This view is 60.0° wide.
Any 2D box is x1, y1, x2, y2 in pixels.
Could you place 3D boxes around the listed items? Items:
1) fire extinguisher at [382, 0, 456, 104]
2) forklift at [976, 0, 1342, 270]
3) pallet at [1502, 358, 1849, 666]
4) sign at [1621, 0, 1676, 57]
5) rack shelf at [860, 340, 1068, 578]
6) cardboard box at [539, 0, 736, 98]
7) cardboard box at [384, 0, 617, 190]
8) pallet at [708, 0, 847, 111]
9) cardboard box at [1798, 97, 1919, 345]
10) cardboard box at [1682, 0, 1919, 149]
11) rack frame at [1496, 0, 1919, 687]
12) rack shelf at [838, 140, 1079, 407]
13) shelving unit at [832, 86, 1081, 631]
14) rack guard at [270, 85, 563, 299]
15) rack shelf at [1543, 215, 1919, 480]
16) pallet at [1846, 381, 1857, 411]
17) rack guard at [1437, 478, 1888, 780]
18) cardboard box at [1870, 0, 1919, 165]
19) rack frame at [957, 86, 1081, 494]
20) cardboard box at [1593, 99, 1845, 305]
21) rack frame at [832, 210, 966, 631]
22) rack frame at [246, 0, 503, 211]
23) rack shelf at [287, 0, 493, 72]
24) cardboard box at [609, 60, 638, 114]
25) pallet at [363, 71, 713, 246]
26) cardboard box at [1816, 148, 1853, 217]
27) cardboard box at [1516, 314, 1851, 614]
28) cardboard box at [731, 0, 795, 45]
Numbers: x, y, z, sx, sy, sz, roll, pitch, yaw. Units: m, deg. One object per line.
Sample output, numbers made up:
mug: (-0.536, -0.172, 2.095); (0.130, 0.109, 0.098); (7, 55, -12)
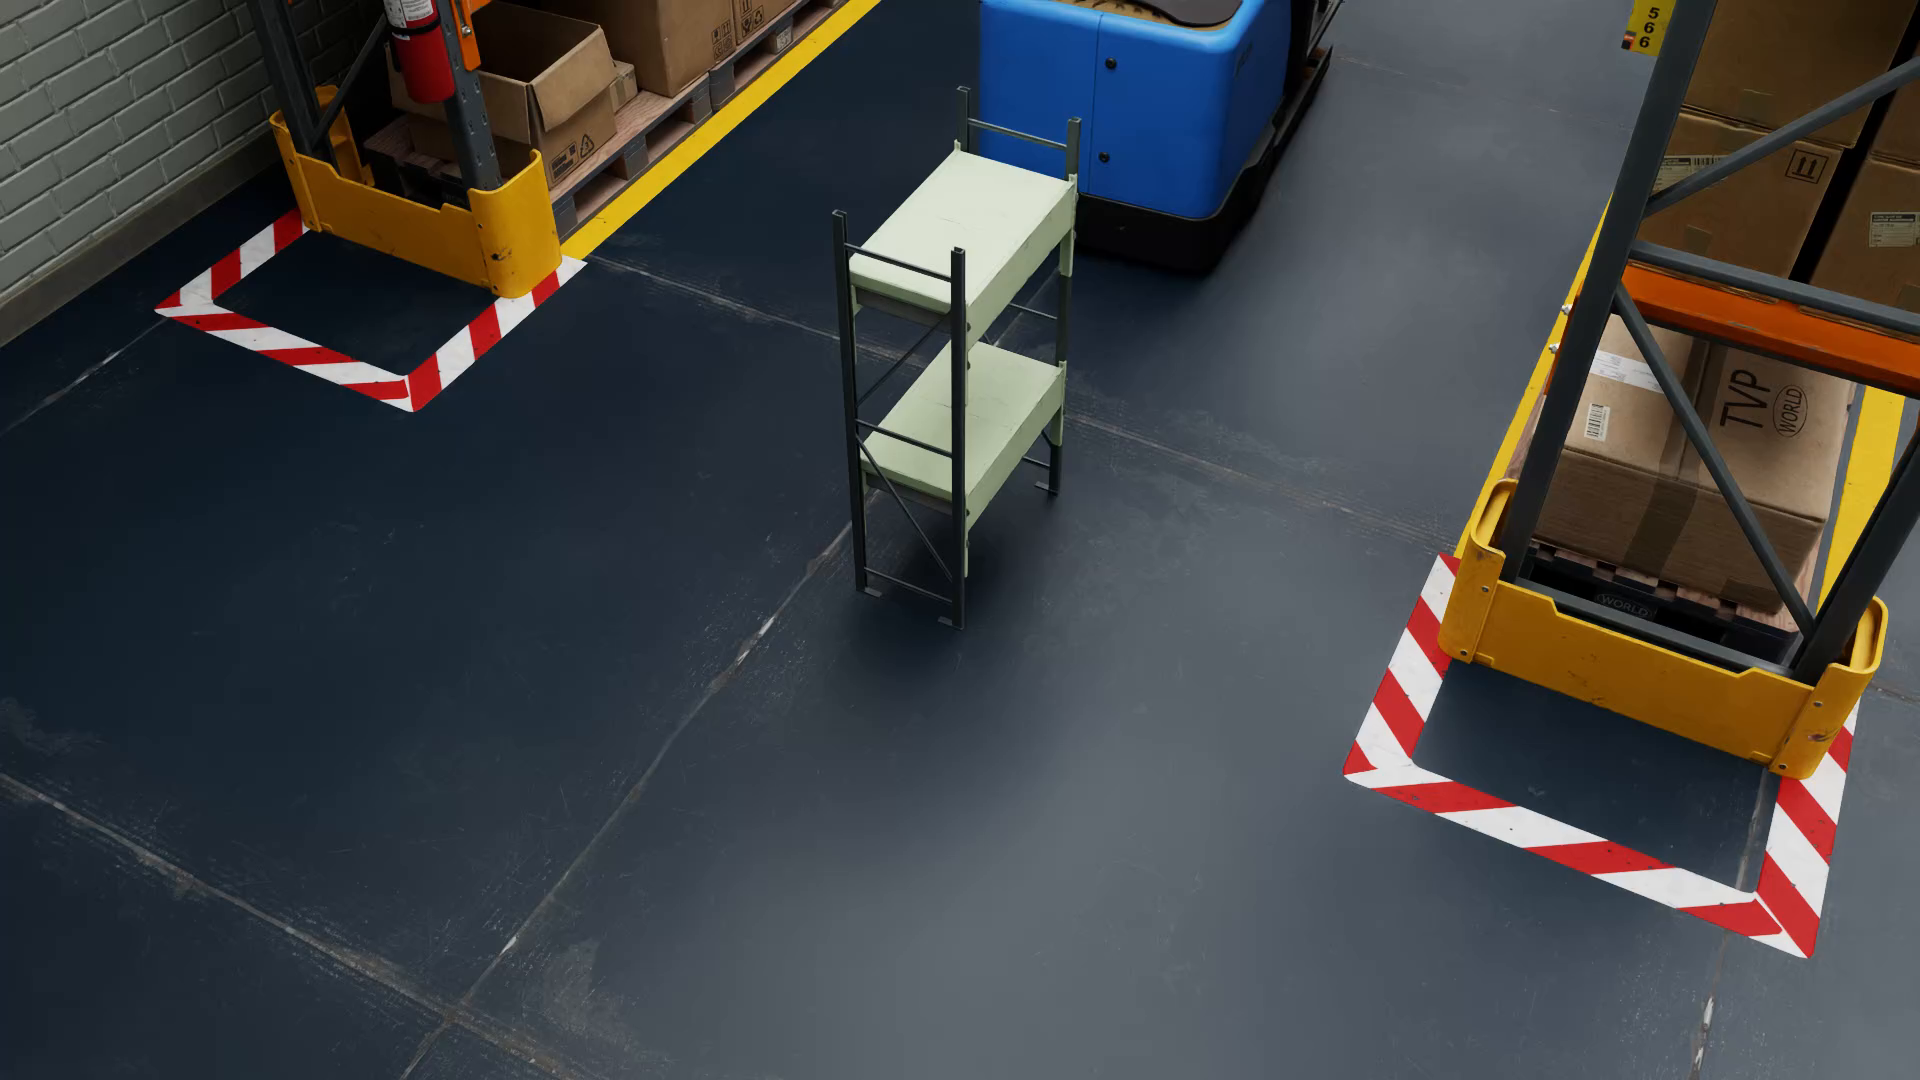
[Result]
fire extinguisher: (-1.916, -1.861, 5.797); (0.296, 0.674, 0.183); (20, 49, 19)
forklift: (1.111, -3.183, 6.836); (1.130, 2.935, 3.031); (17, 48, 16)
pallet: (2.443, -0.177, 5.777); (1.003, 0.211, 1.213); (20, 49, 19)
sign: (1.667, -1.306, 3.951); (0.100, 0.325, 0.005); (20, 49, 19)
rack shelf: (0.003, -0.302, 5.453); (0.431, 0.370, 0.720); (20, 49, 19)
cardboard box: (-1.458, -2.413, 7.488); (0.700, 0.500, 0.500); (22, 49, 21)
cardboard box: (-1.889, -1.888, 6.967); (0.797, 0.503, 0.637); (19, 48, 18)
pallet: (-1.285, -2.600, 8.171); (1.003, 0.211, 1.213); (20, 49, 19)
cardboard box: (2.618, -0.871, 4.431); (0.500, 0.500, 0.500); (20, 49, 19)
cardboard box: (2.154, -1.397, 4.248); (0.500, 0.500, 0.500); (22, 49, 20)
rack frame: (2.141, -0.628, 4.261); (1.000, 3.000, 0.127); (20, 49, 19)
rack shelf: (0.003, -0.806, 4.943); (0.431, 0.370, 0.720); (20, 49, 19)
shelving unit: (0.003, -0.531, 5.221); (0.431, 1.500, 0.755); (20, 49, 19)
rack guard: (-2.222, -1.433, 6.815); (1.175, 0.500, 0.348); (20, 49, 19)
rack shelf: (3.069, -1.635, 5.763); (1.077, 0.370, 4.000); (20, 49, 19)
pallet: (3.010, -0.943, 6.533); (1.003, 0.211, 1.213); (20, 49, 19)
rack guard: (2.130, 0.266, 5.136); (1.175, 0.500, 0.348); (20, 49, 19)
cardboard box: (2.616, -1.223, 4.076); (0.500, 0.500, 0.500); (19, 48, 18)
rack frame: (0.173, -0.762, 5.449); (0.400, 1.500, 0.023); (20, 49, 19)
cardboard box: (2.130, -1.054, 4.613); (0.500, 0.500, 0.500); (21, 49, 19)
rack frame: (-0.167, -0.301, 4.993); (0.400, 1.500, 0.023); (20, 49, 19)
rack frame: (-2.257, -2.264, 5.879); (1.000, 3.000, 0.127); (20, 49, 19)
rack shelf: (-1.329, -3.271, 7.380); (1.077, 0.370, 4.000); (20, 49, 19)
cardboard box: (-1.658, -2.019, 7.345); (0.380, 0.149, 0.250); (19, 48, 18)
pallet: (-1.853, -1.834, 7.415); (1.003, 0.211, 1.213); (20, 49, 19)
cardboard box: (2.828, -1.198, 4.755); (0.500, 0.500, 0.500); (20, 49, 19)
cardboard box: (2.359, -0.324, 5.467); (0.875, 0.438, 0.875); (19, 48, 18)
cardboard box: (-1.124, -2.713, 7.784); (0.500, 0.500, 0.500); (21, 49, 20)
